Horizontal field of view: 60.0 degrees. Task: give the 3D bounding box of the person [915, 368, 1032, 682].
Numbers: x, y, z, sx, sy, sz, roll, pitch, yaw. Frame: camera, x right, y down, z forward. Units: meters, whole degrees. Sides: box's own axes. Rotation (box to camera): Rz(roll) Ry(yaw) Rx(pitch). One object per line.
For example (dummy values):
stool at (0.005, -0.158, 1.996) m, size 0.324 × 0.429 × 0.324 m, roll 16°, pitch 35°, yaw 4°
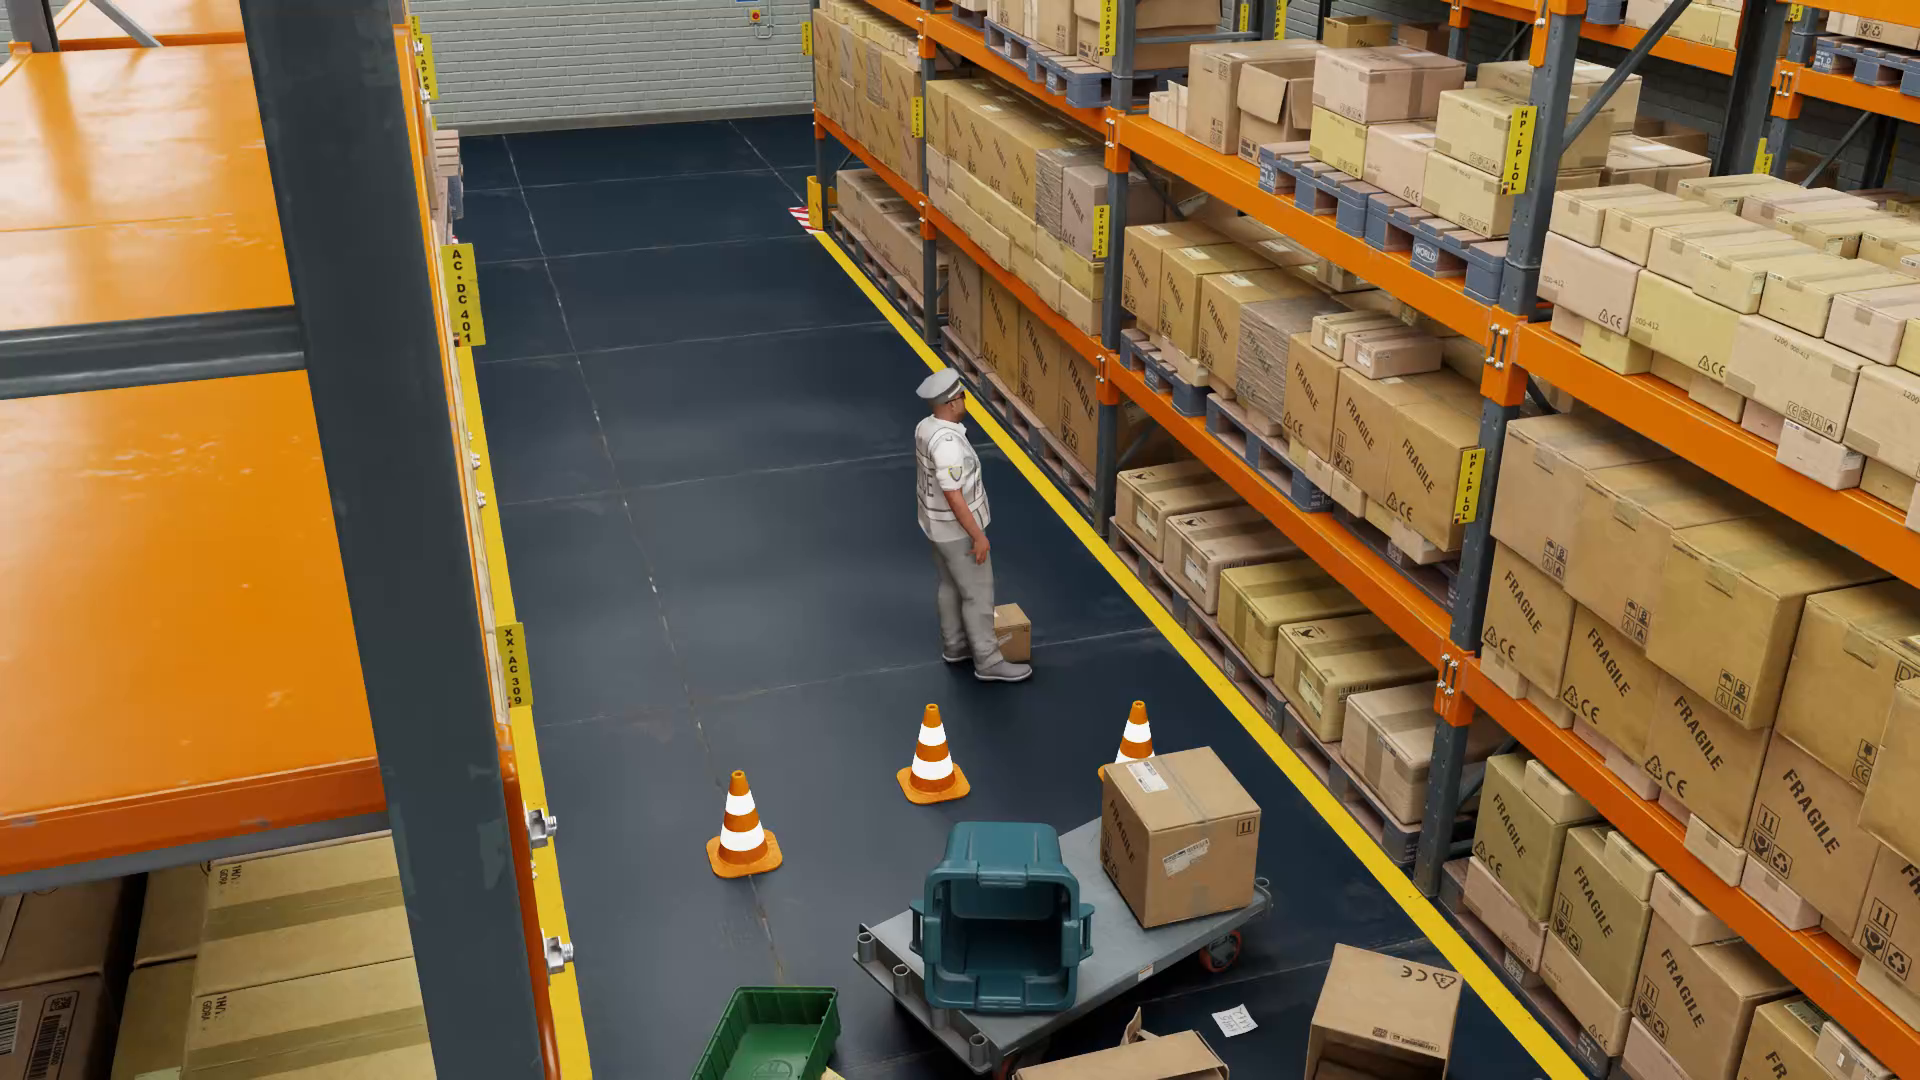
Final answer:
person at (0.057, -0.103, 9.259) m, size 0.573 × 1.782 × 0.641 m, roll -8°, pitch 27°, yaw -16°
